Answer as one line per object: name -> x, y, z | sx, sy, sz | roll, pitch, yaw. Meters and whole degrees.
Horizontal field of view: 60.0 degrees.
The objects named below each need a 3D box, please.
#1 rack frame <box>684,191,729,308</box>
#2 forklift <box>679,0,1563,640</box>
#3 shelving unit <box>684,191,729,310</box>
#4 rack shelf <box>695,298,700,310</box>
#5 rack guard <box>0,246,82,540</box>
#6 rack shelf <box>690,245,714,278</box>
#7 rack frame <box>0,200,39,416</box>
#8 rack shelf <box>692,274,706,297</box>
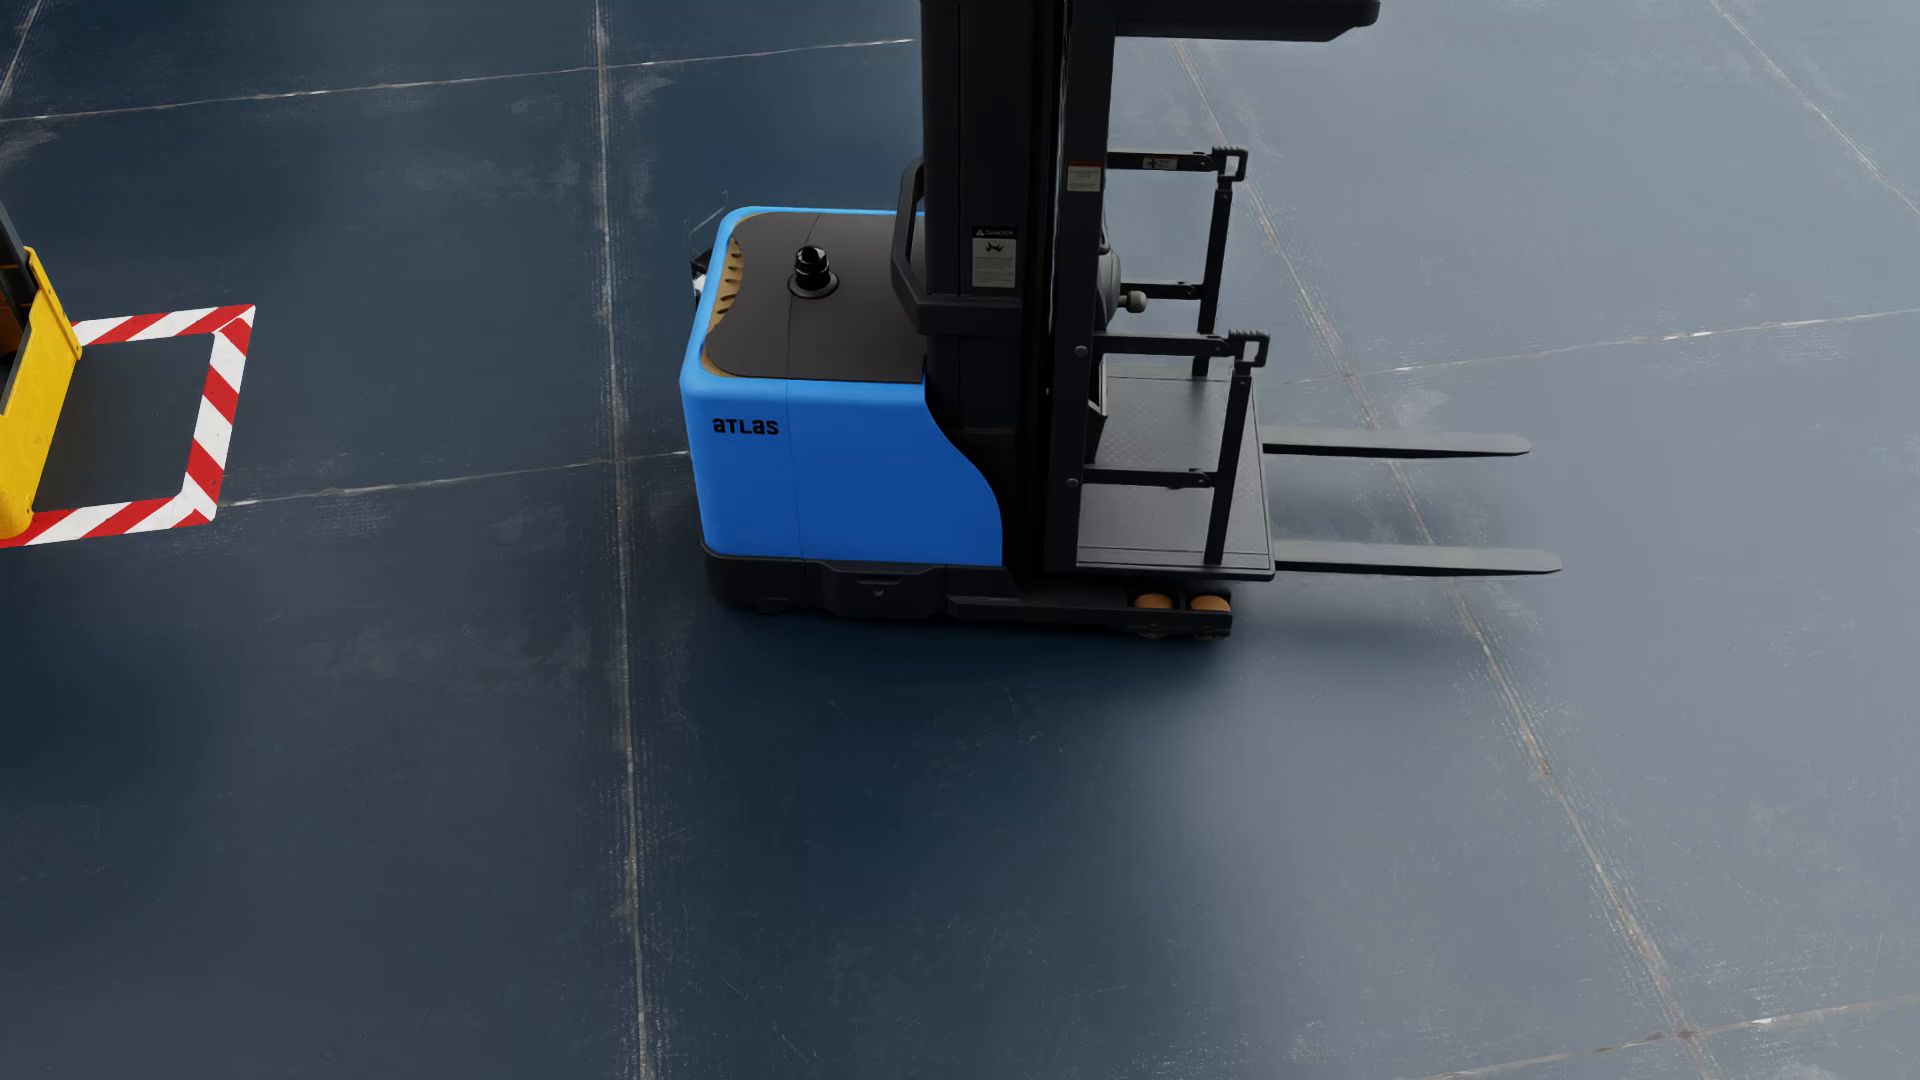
rack frame -> -0.948, -0.933, 6.524 | 0.006, 0.900, 0.240 | 26, 51, 23
forklift -> 0.625, -1.059, 5.235 | 3.031, 2.935, 1.130 | 2, 46, 2
shelving unit -> -0.864, -0.892, 6.485 | 0.210, 0.900, 0.258 | 26, 51, 23
rack shelf -> -0.864, -0.931, 6.444 | 0.200, 0.077, 0.258 | 26, 51, 23
rack guard -> -3.786, -0.580, 6.462 | 0.348, 0.500, 1.175 | -7, 46, -7
rack shelf -> -0.864, -1.056, 6.314 | 0.200, 0.077, 0.258 | 26, 51, 23
rack frame -> -3.719, -1.490, 5.603 | 0.127, 3.000, 1.000 | -7, 46, -7
rack shelf -> -0.864, -0.994, 6.379 | 0.200, 0.077, 0.258 | 26, 51, 23
